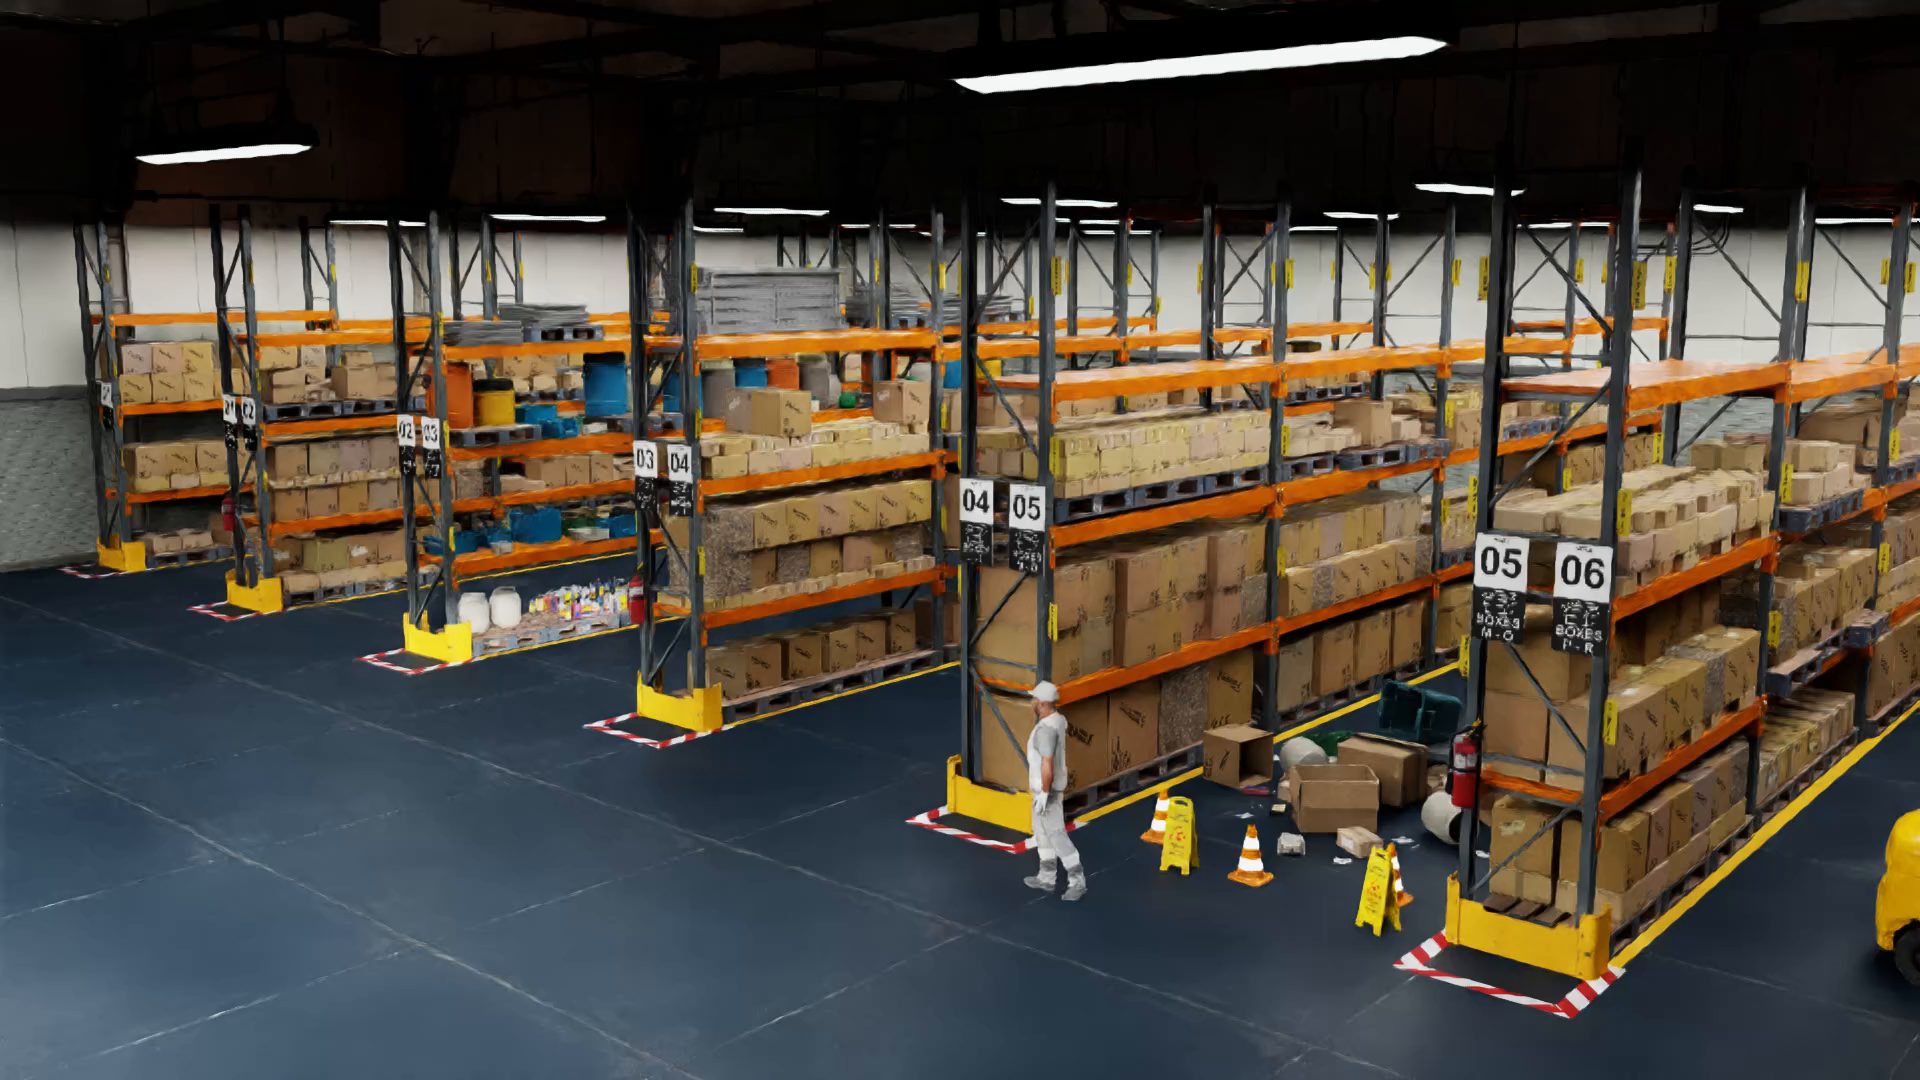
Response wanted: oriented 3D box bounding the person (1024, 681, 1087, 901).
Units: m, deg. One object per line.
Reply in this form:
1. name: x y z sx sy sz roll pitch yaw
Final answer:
1. person: 0.789 2.044 13.704 0.553 1.781 0.647 2 10 10
